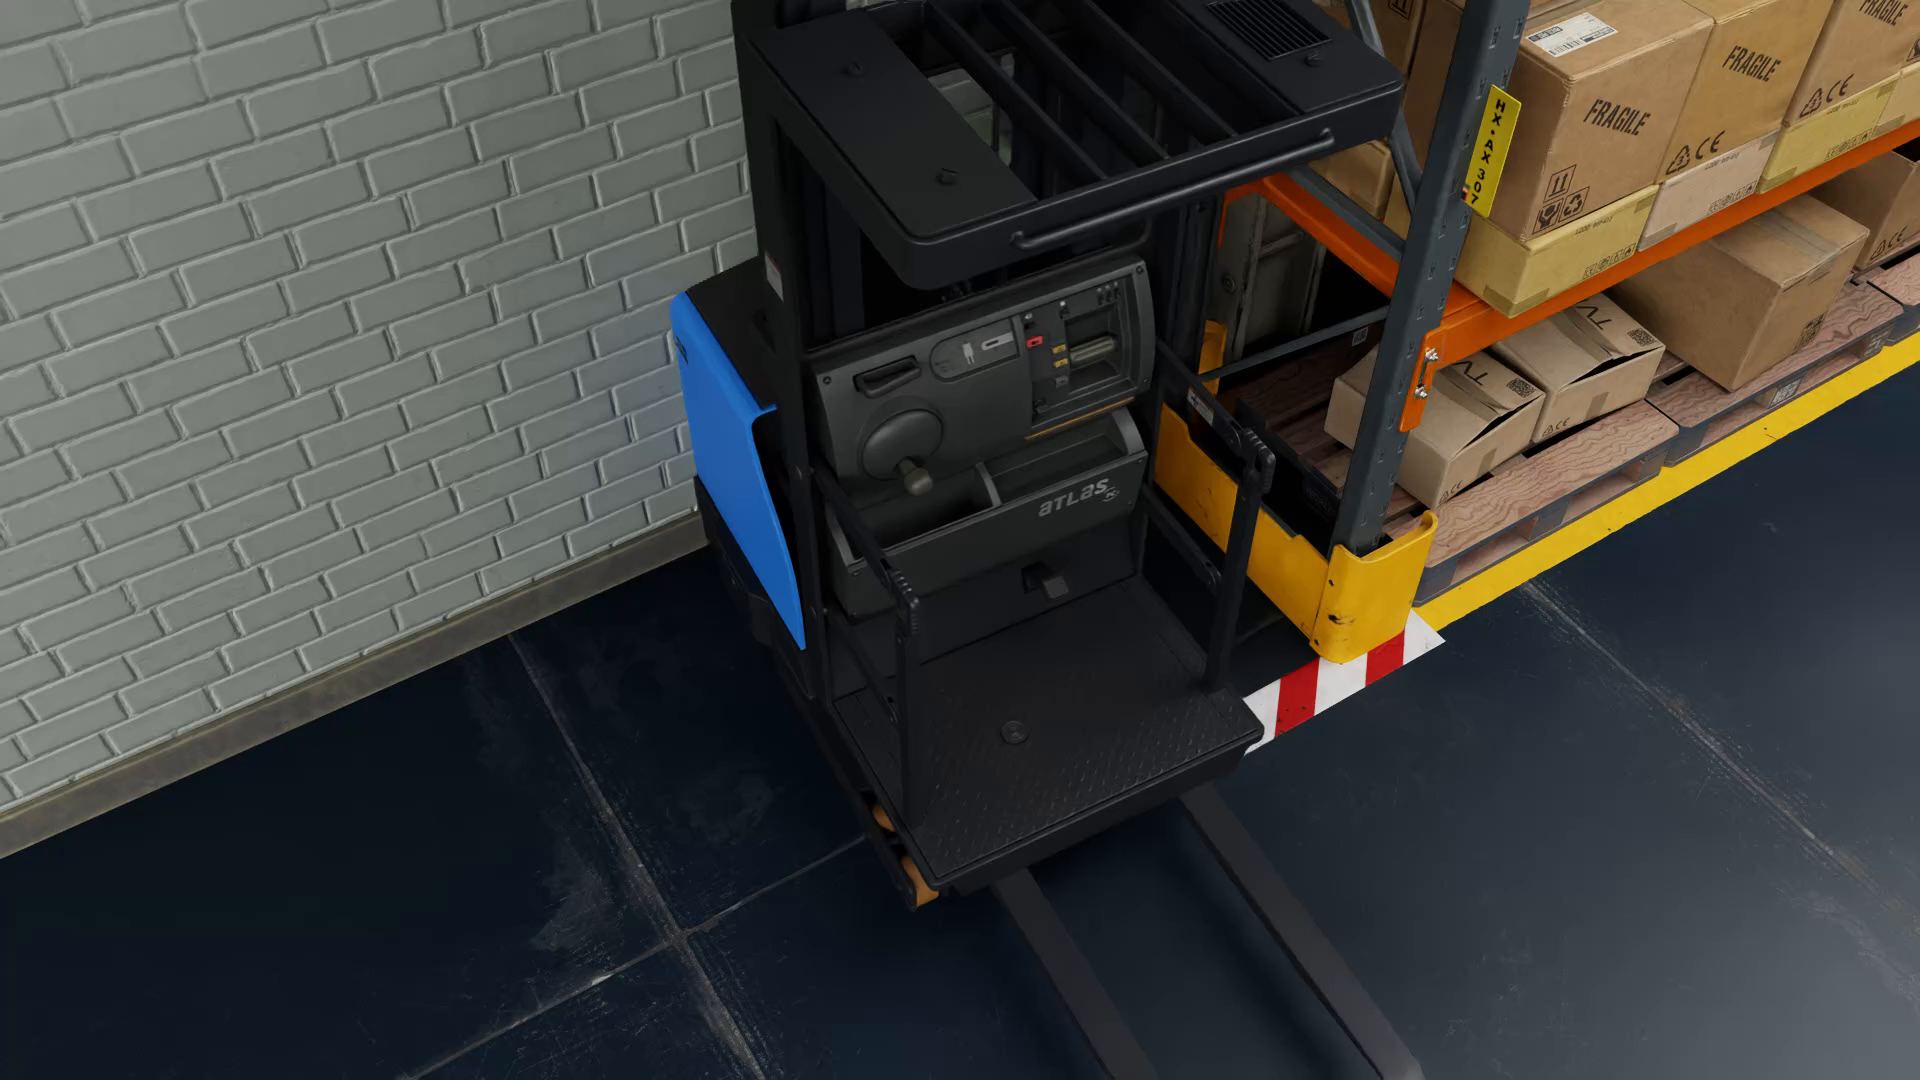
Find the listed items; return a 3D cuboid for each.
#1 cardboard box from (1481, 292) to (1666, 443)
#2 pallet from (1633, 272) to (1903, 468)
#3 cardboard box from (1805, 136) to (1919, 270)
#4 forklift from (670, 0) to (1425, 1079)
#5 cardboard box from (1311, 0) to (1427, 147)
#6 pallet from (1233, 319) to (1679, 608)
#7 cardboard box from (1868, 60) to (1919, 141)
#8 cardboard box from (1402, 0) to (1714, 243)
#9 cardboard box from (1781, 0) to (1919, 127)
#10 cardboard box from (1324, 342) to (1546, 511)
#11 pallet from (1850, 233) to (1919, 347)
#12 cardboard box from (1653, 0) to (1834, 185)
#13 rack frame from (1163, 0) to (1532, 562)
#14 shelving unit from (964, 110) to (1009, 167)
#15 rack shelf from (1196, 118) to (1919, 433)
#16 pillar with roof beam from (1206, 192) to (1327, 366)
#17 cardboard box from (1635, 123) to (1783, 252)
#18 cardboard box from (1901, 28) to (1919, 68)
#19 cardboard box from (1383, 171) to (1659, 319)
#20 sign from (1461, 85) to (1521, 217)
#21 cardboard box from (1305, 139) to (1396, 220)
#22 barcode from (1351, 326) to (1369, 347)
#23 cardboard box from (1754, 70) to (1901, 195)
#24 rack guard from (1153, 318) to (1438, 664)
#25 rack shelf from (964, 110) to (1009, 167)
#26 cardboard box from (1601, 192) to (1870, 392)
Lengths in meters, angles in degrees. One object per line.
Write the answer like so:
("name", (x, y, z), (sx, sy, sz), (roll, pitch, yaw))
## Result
("cardboard box", (2.095, -0.684, 5.856), (0.500, 0.311, 0.500), (-21, 52, -18))
("pallet", (2.781, -0.873, 6.386), (1.213, 0.211, 1.003), (-25, 53, -21))
("cardboard box", (3.506, -1.456, 6.417), (0.500, 0.500, 0.500), (-29, 54, -23))
("forklift", (0.183, -0.312, 4.065), (1.130, 2.935, 3.031), (-22, 52, -18))
("cardboard box", (1.265, -1.514, 4.674), (0.500, 0.500, 0.500), (-26, 53, -21))
("pallet", (1.750, -0.390, 5.956), (1.213, 0.211, 1.003), (-25, 53, -21))
("cardboard box", (2.856, -1.551, 5.210), (0.500, 0.250, 0.500), (-25, 53, -20))
("cardboard box", (1.544, -1.192, 4.388), (0.500, 0.500, 0.500), (-25, 53, -21))
("cardboard box", (2.408, -1.585, 4.737), (0.500, 0.500, 0.500), (-27, 54, -22))
("cardboard box", (1.613, -0.456, 5.654), (0.500, 0.311, 0.500), (-31, 55, -25))
("pallet", (3.814, -1.362, 6.822), (1.213, 0.211, 1.003), (-25, 53, -21))
("cardboard box", (1.967, -1.383, 4.558), (0.500, 0.500, 0.500), (-25, 53, -21))
("rack frame", (0.980, -0.986, 4.619), (0.127, 3.000, 1.000), (-25, 53, -21))
("shelving unit", (-0.193, -0.798, 5.409), (0.755, 1.500, 0.431), (-11, 39, -8))
("rack shelf", (2.671, -1.543, 5.597), (4.000, 0.370, 1.077), (-25, 53, -21))
("pillar with roof beam", (3.407, -1.087, 0.692), (0.400, 9.000, 9.100), (-25, 53, -21))
("cardboard box", (1.993, -1.152, 4.854), (0.500, 0.250, 0.500), (-27, 54, -22))
("cardboard box", (2.838, -1.798, 4.927), (0.500, 0.500, 0.500), (-24, 52, -20))
("cardboard box", (1.562, -0.936, 4.662), (0.500, 0.250, 0.500), (-27, 54, -22))
("sign", (1.269, -0.931, 3.991), (0.005, 0.325, 0.100), (-25, 53, -21))
("cardboard box", (1.272, -1.251, 4.943), (0.500, 0.250, 0.500), (-25, 53, -20))
("barcode", (1.415, -0.719, 5.882), (0.075, 0.075, 0.001), (-25, 53, -21))
("cardboard box", (2.427, -1.351, 5.032), (0.500, 0.250, 0.500), (-26, 53, -21))
("rack guard", (1.044, -0.184, 5.580), (0.348, 0.500, 1.175), (-25, 53, -21))
("rack shelf", (-0.215, -1.101, 5.164), (0.720, 0.370, 0.431), (-11, 39, -8))
("cardboard box", (2.742, -1.007, 6.018), (0.500, 0.500, 0.700), (-28, 54, -23))
